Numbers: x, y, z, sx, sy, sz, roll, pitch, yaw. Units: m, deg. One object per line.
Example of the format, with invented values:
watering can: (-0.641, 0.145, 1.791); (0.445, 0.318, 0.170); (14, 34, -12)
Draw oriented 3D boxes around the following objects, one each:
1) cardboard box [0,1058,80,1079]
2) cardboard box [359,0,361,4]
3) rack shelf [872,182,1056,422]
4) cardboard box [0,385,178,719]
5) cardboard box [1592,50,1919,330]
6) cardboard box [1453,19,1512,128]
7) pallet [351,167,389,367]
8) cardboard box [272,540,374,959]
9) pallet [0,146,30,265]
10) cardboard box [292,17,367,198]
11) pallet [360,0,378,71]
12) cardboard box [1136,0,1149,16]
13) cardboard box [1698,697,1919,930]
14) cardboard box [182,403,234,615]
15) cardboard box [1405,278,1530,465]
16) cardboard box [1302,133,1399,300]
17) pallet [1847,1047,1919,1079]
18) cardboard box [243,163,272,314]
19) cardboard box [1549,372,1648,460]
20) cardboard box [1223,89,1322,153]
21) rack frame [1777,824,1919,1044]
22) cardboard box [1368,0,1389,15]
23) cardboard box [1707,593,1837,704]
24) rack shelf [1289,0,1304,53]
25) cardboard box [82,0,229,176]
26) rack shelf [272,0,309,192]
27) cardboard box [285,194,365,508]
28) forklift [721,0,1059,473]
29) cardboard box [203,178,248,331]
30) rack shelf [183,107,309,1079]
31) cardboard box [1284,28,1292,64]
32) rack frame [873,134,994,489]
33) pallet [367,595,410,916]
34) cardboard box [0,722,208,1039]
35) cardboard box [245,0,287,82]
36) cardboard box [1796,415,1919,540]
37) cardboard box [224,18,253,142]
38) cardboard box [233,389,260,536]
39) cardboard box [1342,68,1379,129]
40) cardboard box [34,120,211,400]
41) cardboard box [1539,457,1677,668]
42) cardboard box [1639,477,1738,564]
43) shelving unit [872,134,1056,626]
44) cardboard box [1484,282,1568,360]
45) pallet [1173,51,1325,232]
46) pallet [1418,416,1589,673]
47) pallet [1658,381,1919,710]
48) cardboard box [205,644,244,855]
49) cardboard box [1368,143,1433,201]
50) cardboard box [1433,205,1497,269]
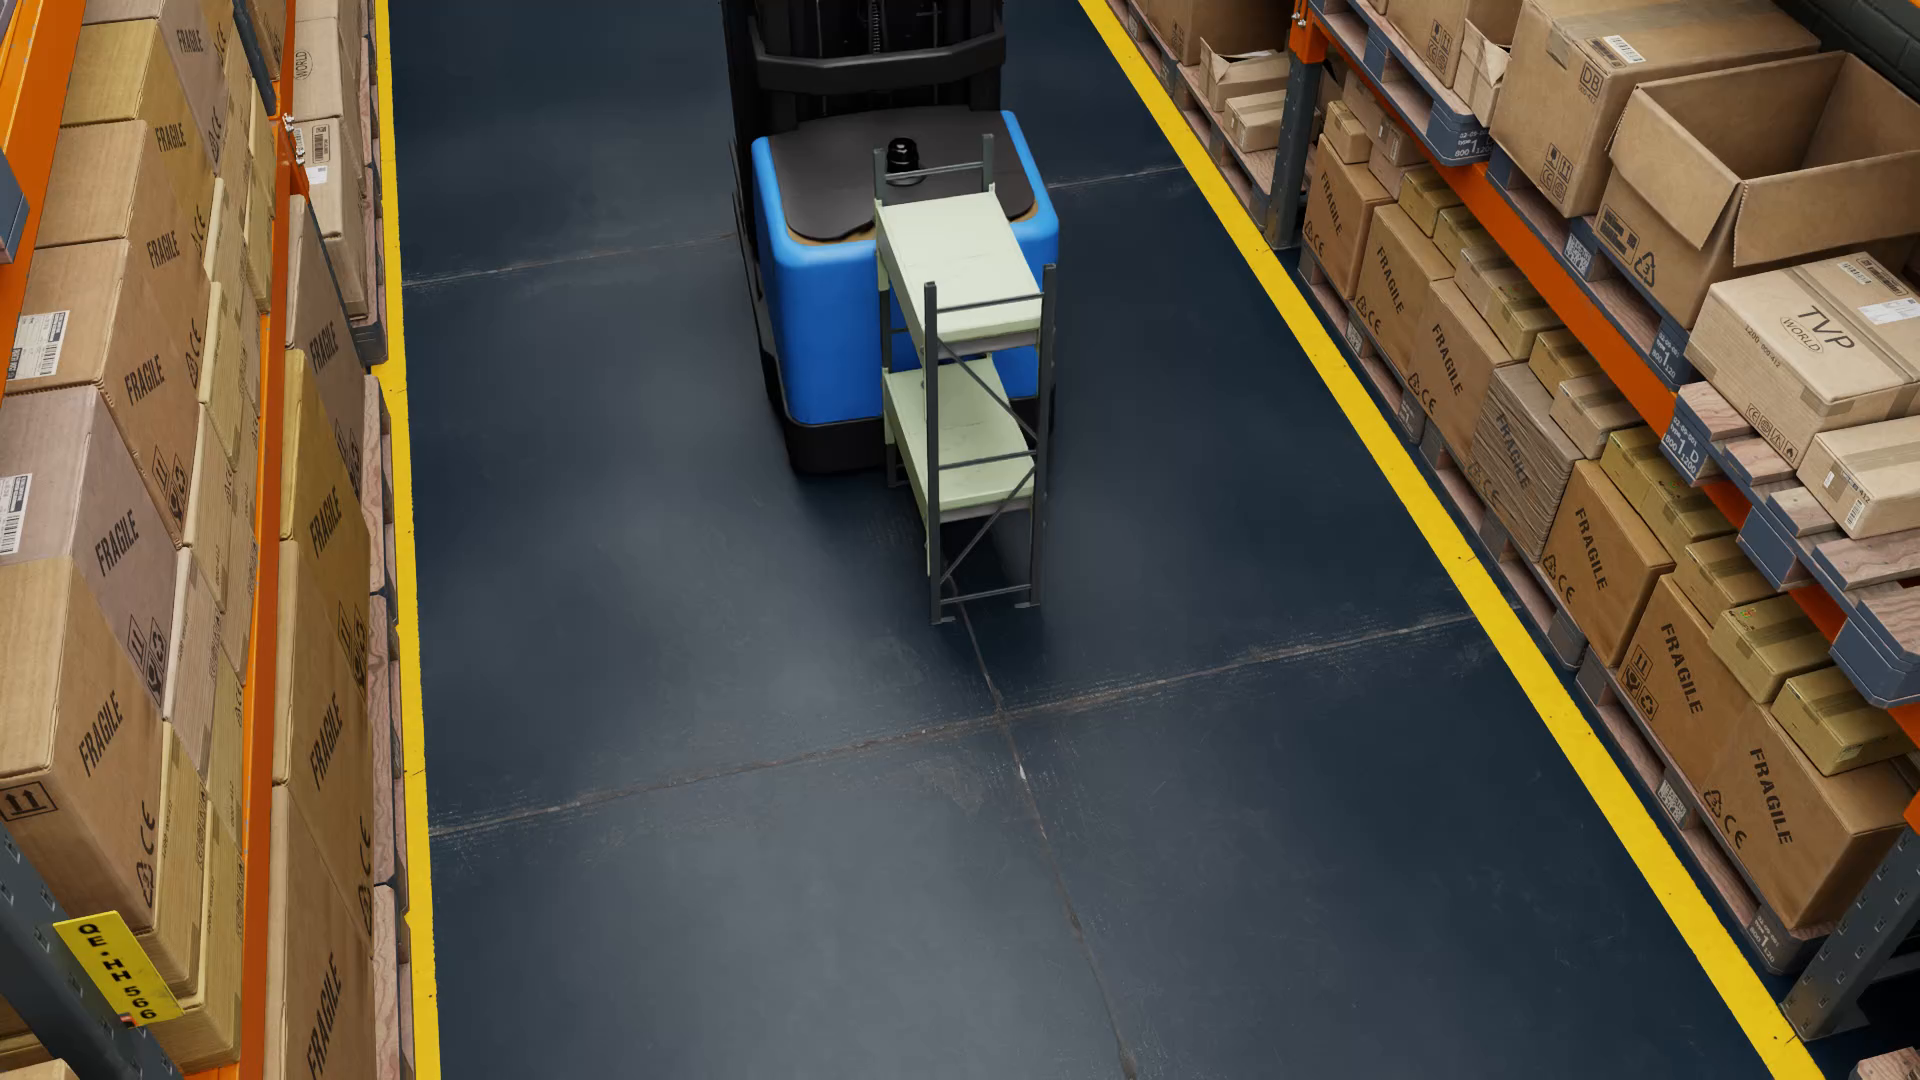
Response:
cardboard box: (-1.504, 1.164, 2.437); (0.500, 0.500, 0.500); (-12, 47, -11)
cardboard box: (-3.671, -3.149, 8.736); (0.875, 0.438, 0.875); (-12, 47, -12)
rack shelf: (0.002, -0.786, 5.424); (0.431, 0.370, 0.720); (-10, 46, -10)
cardboard box: (-1.915, 0.076, 3.305); (0.500, 0.500, 0.500); (-11, 47, -10)
cardboard box: (2.312, -1.000, 4.763); (0.797, 0.503, 0.637); (-12, 47, -11)
cardboard box: (1.869, -1.556, 5.475); (0.396, 0.266, 0.258); (-9, 46, -8)
pallet: (-3.032, -1.138, 7.218); (1.003, 0.211, 1.213); (-11, 47, -10)
cardboard box: (-2.209, 0.675, 4.682); (0.875, 0.875, 0.875); (-10, 46, -10)
pallet: (-2.105, -0.232, 2.409); (1.213, 0.211, 1.003); (-9, 46, -8)
cardboard box: (-3.199, -1.896, 7.508); (0.875, 0.438, 0.875); (-12, 47, -11)
pallet: (-3.656, -2.823, 8.869); (1.003, 0.211, 1.213); (-11, 47, -10)
cardboard box: (1.146, -3.099, 8.643); (0.500, 0.500, 0.500); (-10, 46, -10)
cardboard box: (2.593, 0.752, 4.869); (0.500, 0.500, 0.500); (-9, 46, -9)
cardboard box: (-2.027, -0.034, 3.938); (0.500, 0.250, 0.500); (-11, 47, -10)
cardboard box: (2.060, -0.671, 6.263); (0.500, 0.500, 0.500); (-12, 47, -11)
cardboard box: (1.791, -1.382, 6.960); (0.500, 0.500, 0.500); (-9, 46, -9)
pallet: (3.082, 1.828, 4.311); (1.003, 0.211, 1.213); (-11, 47, -10)
cardboard box: (-2.425, -0.907, 5.144); (0.500, 0.250, 0.500); (-11, 47, -11)
cardboard box: (2.225, -0.438, 5.581); (0.380, 0.149, 0.250); (-13, 47, -12)
cardboard box: (1.458, -1.965, 7.778); (0.380, 0.149, 0.250); (-12, 47, -12)
rack frame: (2.909, 0.276, 3.879); (1.000, 3.000, 0.127); (-11, 47, -10)
cardboard box: (1.792, -2.292, 6.032); (0.700, 0.500, 0.500); (-10, 46, -9)
cardboard box: (2.438, 0.300, 4.858); (0.380, 0.149, 0.250); (-13, 47, -12)
rack shelf: (1.373, -3.614, 8.195); (1.077, 0.370, 4.000); (-11, 47, -10)
cardboard box: (-2.416, -1.342, 4.694); (0.500, 0.500, 0.500); (-10, 46, -10)
rack shelf: (-3.425, -2.704, 7.303); (1.077, 0.370, 4.000); (-11, 47, -10)
cardboard box: (-2.677, -0.565, 5.897); (0.875, 0.875, 0.875); (-9, 46, -9)
forklift: (-0.425, -2.353, 6.503); (1.130, 2.935, 3.031); (-8, 46, -8)
cardboard box: (-2.291, -0.737, 4.627); (0.500, 0.250, 0.500); (-10, 46, -9)
rack shelf: (-2.401, 0.058, 4.597); (1.077, 0.370, 4.000); (-11, 47, -10)
cardboard box: (1.833, -2.433, 8.236); (0.380, 0.149, 0.250); (-11, 47, -11)
rack frame: (-0.086, -0.767, 5.951); (0.400, 1.500, 0.023); (-10, 46, -10)
pallet: (-2.326, 0.764, 5.354); (1.003, 0.211, 1.213); (-11, 47, -10)
cardboard box: (-1.780, 0.669, 3.249); (0.500, 0.250, 0.500); (-11, 47, -11)
cardboard box: (-2.780, -1.982, 6.022); (0.500, 0.500, 0.500); (-9, 46, -9)
cardboard box: (2.370, -0.166, 4.194); (0.380, 0.149, 0.250); (-10, 46, -10)
cardboard box: (-2.565, -1.438, 5.314); (0.500, 0.250, 0.500); (-11, 47, -10)
cardboard box: (-2.178, -0.199, 4.450); (0.500, 0.250, 0.500); (-11, 47, -10)
cardboard box: (1.778, -1.803, 6.711); (0.380, 0.149, 0.250); (-11, 47, -11)
cardboard box: (-2.158, -0.633, 4.000); (0.500, 0.500, 0.500); (-10, 46, -10)
cardboard box: (2.338, 0.043, 5.563); (0.500, 0.500, 0.500); (-9, 46, -9)
cardboard box: (2.389, -0.081, 5.231); (0.380, 0.149, 0.250); (-9, 46, -9)
shelving unit: (0.002, -0.513, 5.703); (0.431, 1.500, 0.755); (-10, 46, -10)
cardboard box: (2.114, -0.798, 5.934); (0.380, 0.149, 0.250); (-9, 46, -9)
pallet: (1.710, -1.983, 8.046); (1.003, 0.211, 1.213); (-11, 47, -10)
pallet: (2.445, -0.111, 6.211); (1.003, 0.211, 1.213); (-11, 47, -10)
pallet: (2.667, -0.112, 4.393); (1.213, 0.211, 1.003); (-11, 47, -10)
cardboard box: (-1.919, 0.504, 3.761); (0.500, 0.250, 0.500); (-12, 47, -11)
cardboard box: (1.865, -1.511, 6.632); (0.380, 0.149, 0.250); (-12, 47, -11)
cardboard box: (2.025, -1.149, 6.278); (0.380, 0.149, 0.250); (-11, 47, -11)
